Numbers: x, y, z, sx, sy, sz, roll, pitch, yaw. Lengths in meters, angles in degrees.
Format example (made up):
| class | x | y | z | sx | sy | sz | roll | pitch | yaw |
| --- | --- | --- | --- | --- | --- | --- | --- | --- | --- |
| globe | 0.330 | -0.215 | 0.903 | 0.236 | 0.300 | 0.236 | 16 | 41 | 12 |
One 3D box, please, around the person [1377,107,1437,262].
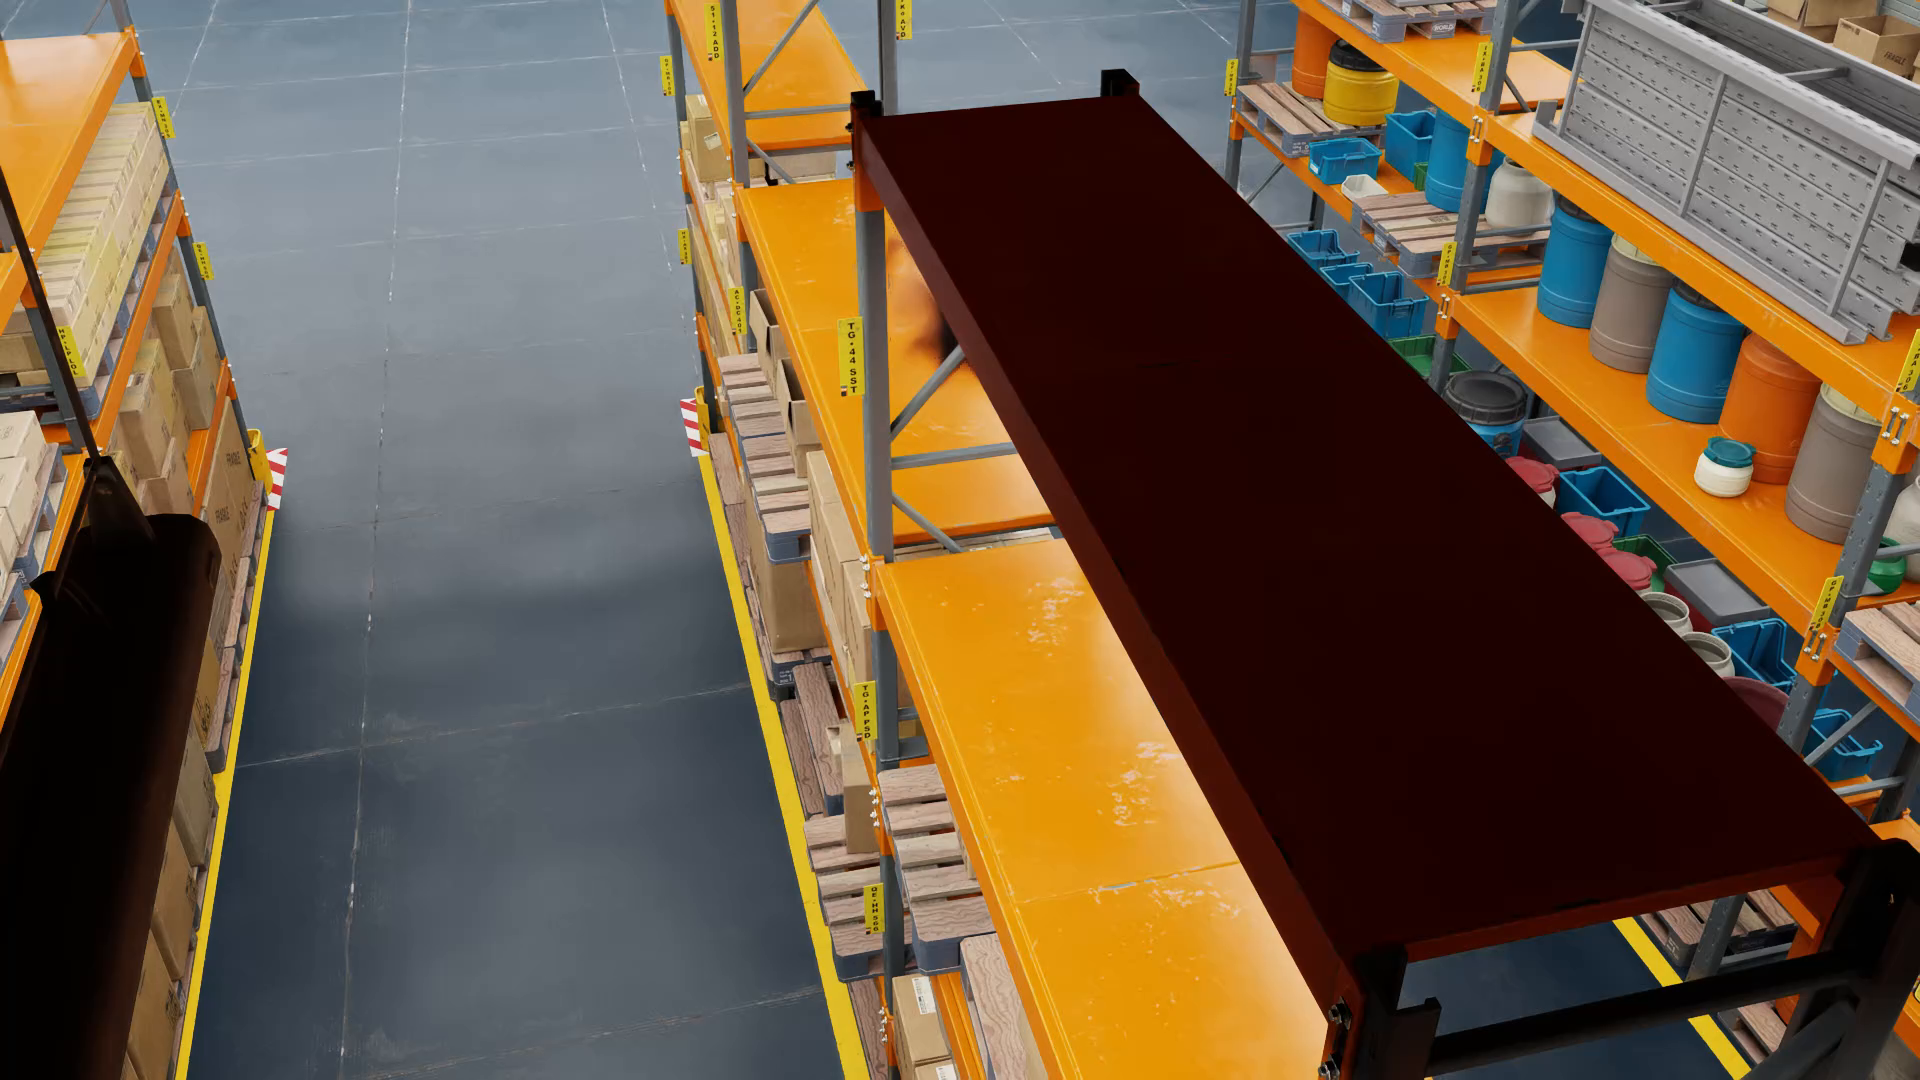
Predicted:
| class | x | y | z | sx | sy | sz | roll | pitch | yaw |
| --- | --- | --- | --- | --- | --- | --- | --- | --- | --- |
| person | 5.251 | -3.848 | 18.176 | 1.119 | 1.798 | 0.689 | 7 | 35 | 10 |
